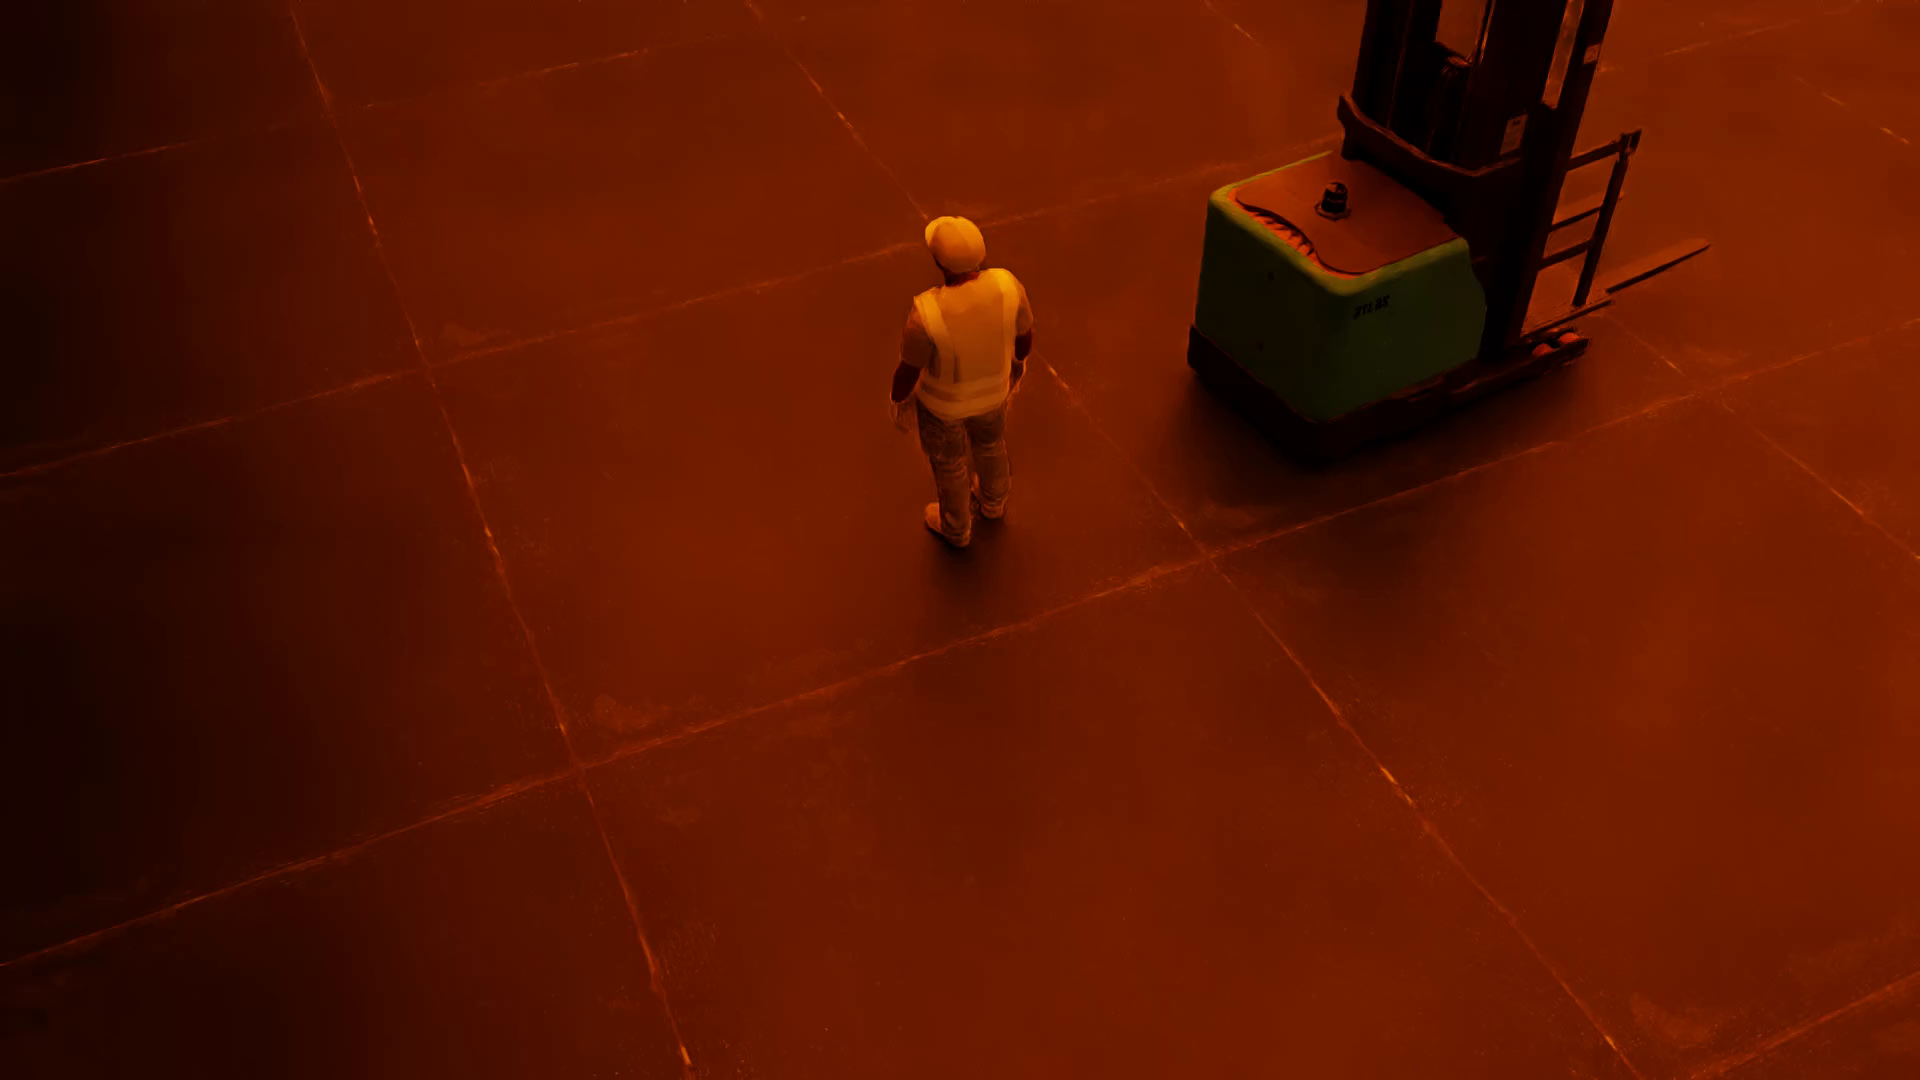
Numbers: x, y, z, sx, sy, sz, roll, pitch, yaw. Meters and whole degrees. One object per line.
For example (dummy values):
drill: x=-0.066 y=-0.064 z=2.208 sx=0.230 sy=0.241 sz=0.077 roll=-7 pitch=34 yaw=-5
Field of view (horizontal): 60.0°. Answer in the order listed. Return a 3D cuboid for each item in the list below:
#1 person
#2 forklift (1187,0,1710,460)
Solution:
person: x=-0.023 y=-0.704 z=7.266 sx=0.655 sy=1.782 sz=0.576 roll=-18 pitch=46 yaw=-18
forklift: x=2.721 y=-2.224 z=8.063 sx=3.031 sy=2.935 sz=1.130 roll=-23 pitch=48 yaw=-22
